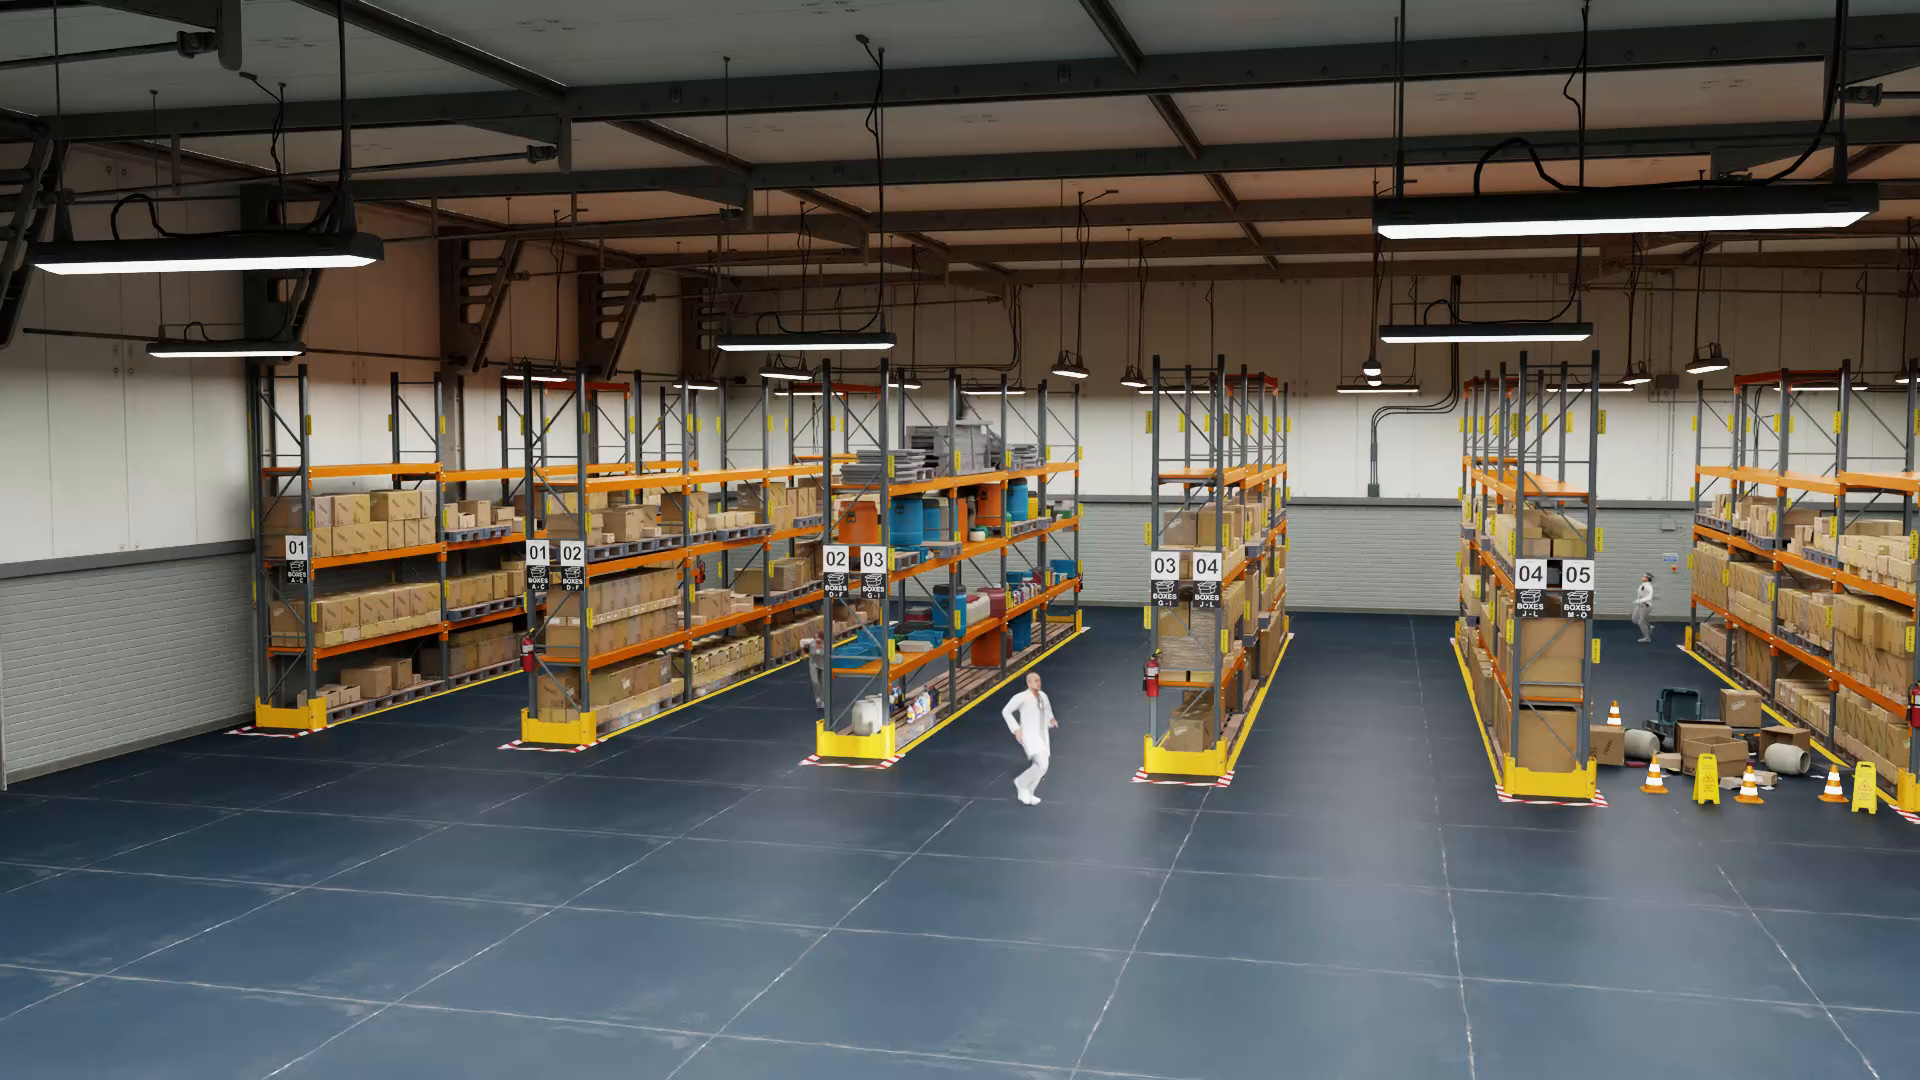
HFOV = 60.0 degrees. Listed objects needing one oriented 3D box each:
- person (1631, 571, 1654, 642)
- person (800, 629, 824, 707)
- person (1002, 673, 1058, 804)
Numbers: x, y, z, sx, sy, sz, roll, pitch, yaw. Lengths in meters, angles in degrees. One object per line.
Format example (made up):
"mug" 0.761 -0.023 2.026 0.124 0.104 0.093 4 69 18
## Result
"person" 15.781 1.533 38.400 0.545 1.645 0.609 0 4 3
"person" -2.523 2.256 29.222 0.568 1.435 0.866 0 4 -4
"person" 0.996 2.615 21.838 0.677 1.742 0.689 4 6 44
